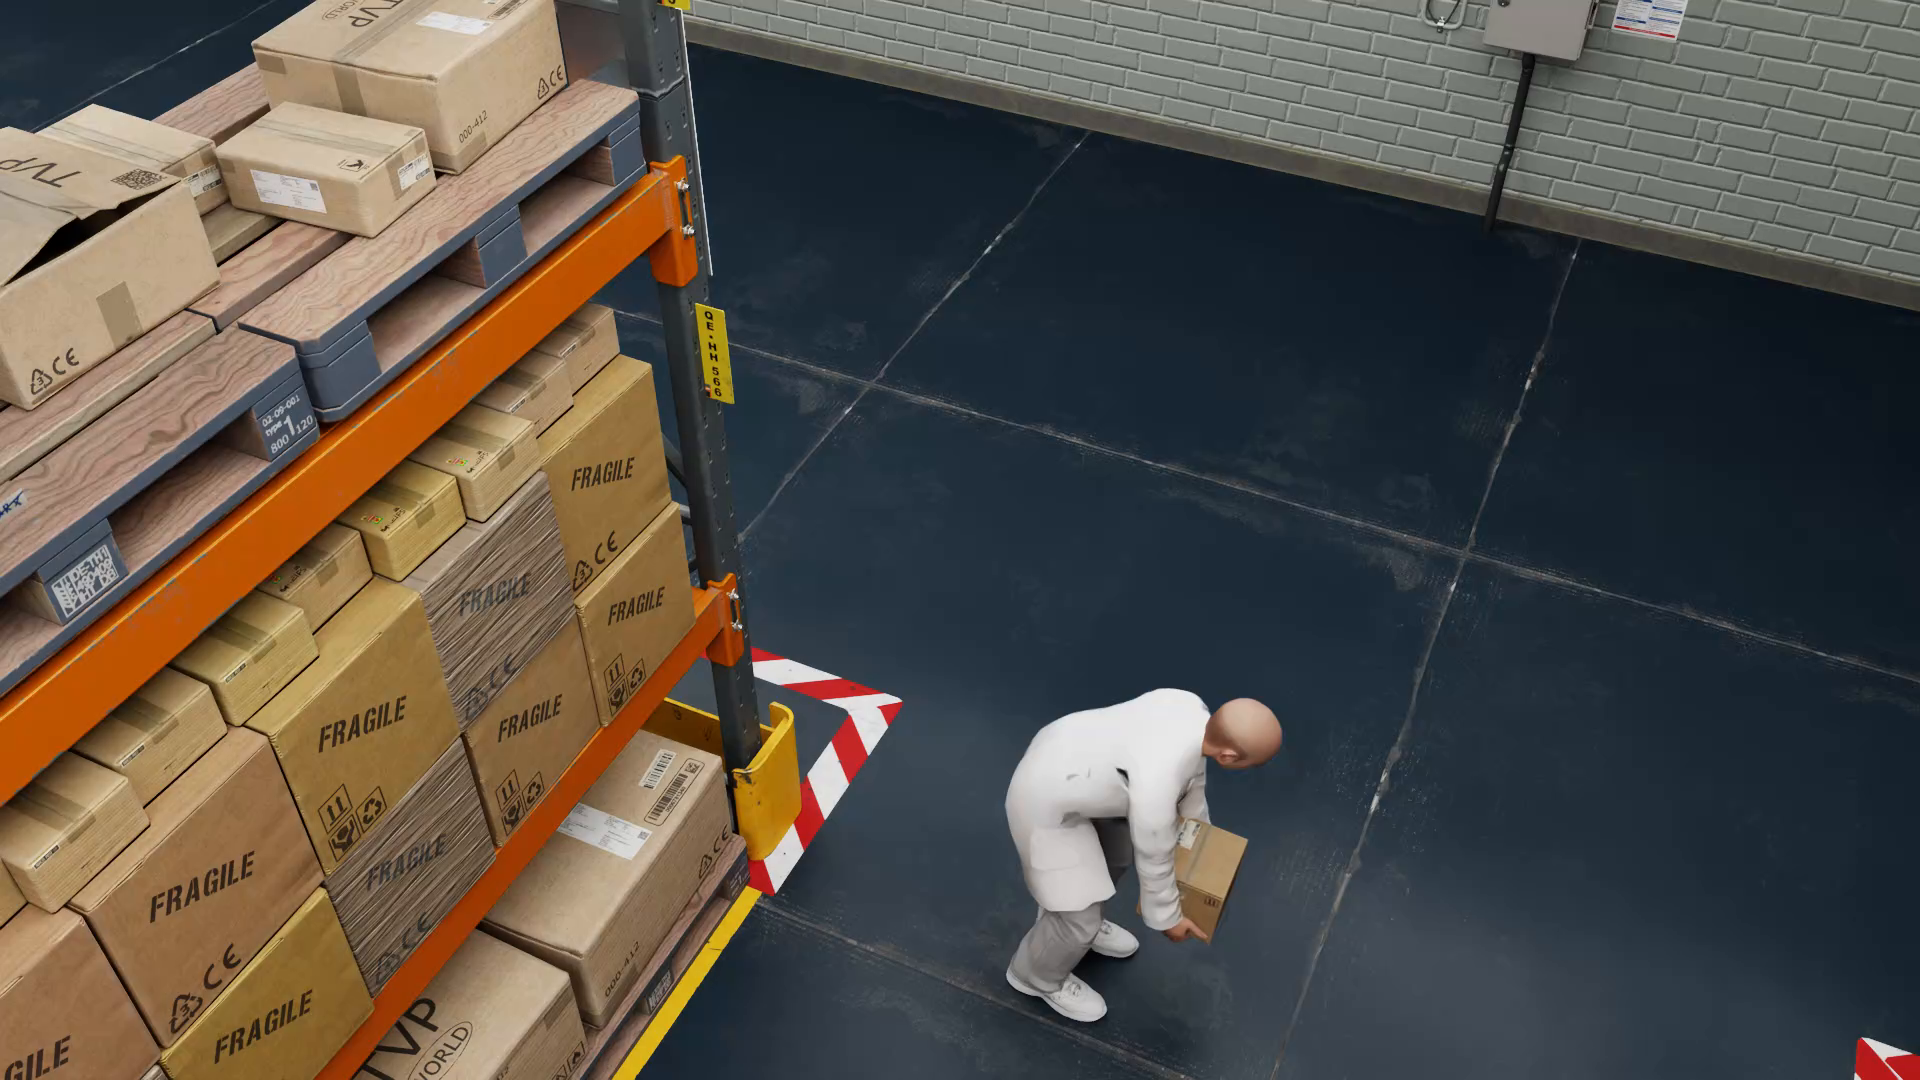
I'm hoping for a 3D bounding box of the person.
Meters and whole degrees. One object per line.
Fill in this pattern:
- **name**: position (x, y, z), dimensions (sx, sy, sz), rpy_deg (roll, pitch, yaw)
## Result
- **person**: position (0.540, 0.973, 5.274), dimensions (0.805, 1.510, 0.554), rpy_deg (16, 44, 17)
